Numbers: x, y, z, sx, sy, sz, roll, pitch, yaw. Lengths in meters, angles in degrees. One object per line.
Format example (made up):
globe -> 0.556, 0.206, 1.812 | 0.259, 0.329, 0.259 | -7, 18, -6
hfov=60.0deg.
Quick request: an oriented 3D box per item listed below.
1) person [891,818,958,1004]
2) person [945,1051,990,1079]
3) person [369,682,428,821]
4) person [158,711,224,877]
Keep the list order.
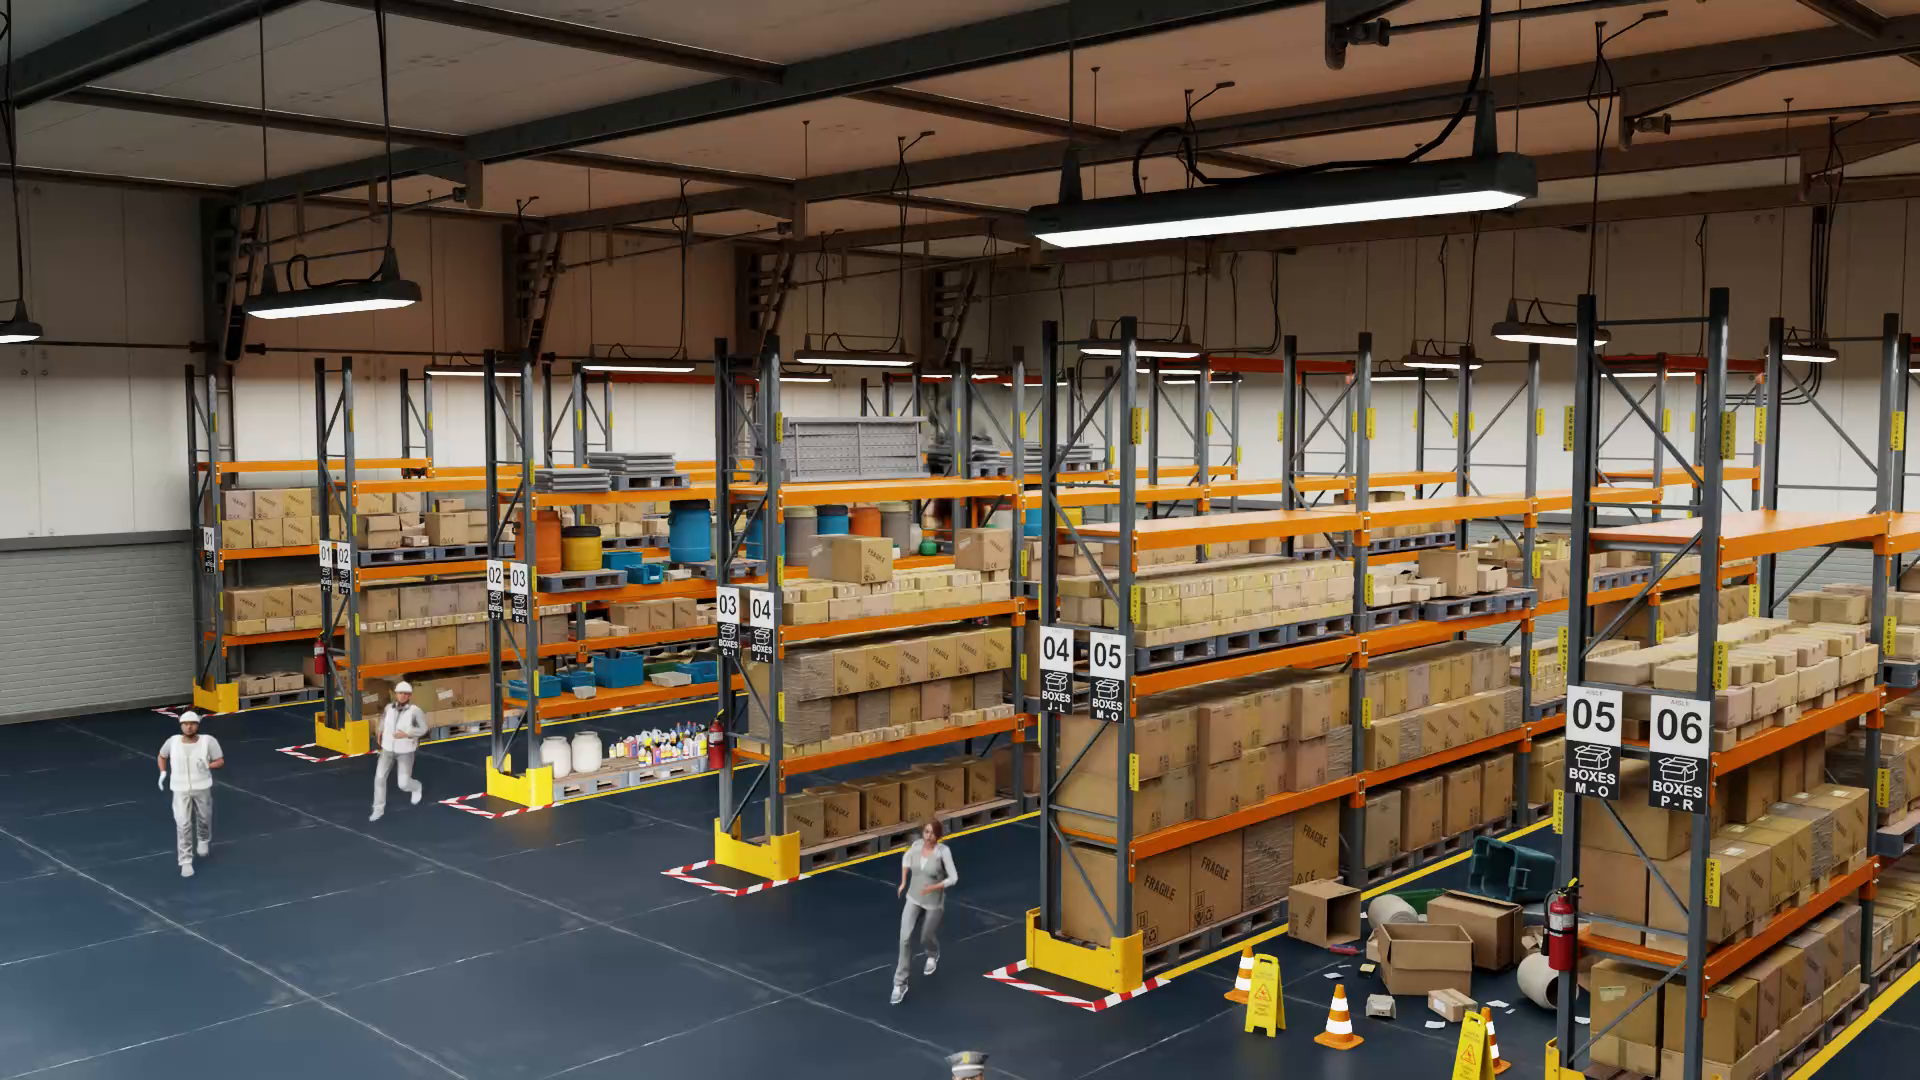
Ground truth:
person -> -0.279, 3.245, 14.824 | 0.574, 1.595, 0.837 | 1, 5, 18
person -> 0.057, 3.625, 9.233 | 0.594, 1.714, 0.752 | 0, 4, 5
person -> -7.182, 2.687, 21.388 | 0.686, 1.738, 0.821 | 0, 4, 5
person -> -8.664, 2.809, 18.756 | 0.687, 1.766, 1.002 | -2, 5, -24
